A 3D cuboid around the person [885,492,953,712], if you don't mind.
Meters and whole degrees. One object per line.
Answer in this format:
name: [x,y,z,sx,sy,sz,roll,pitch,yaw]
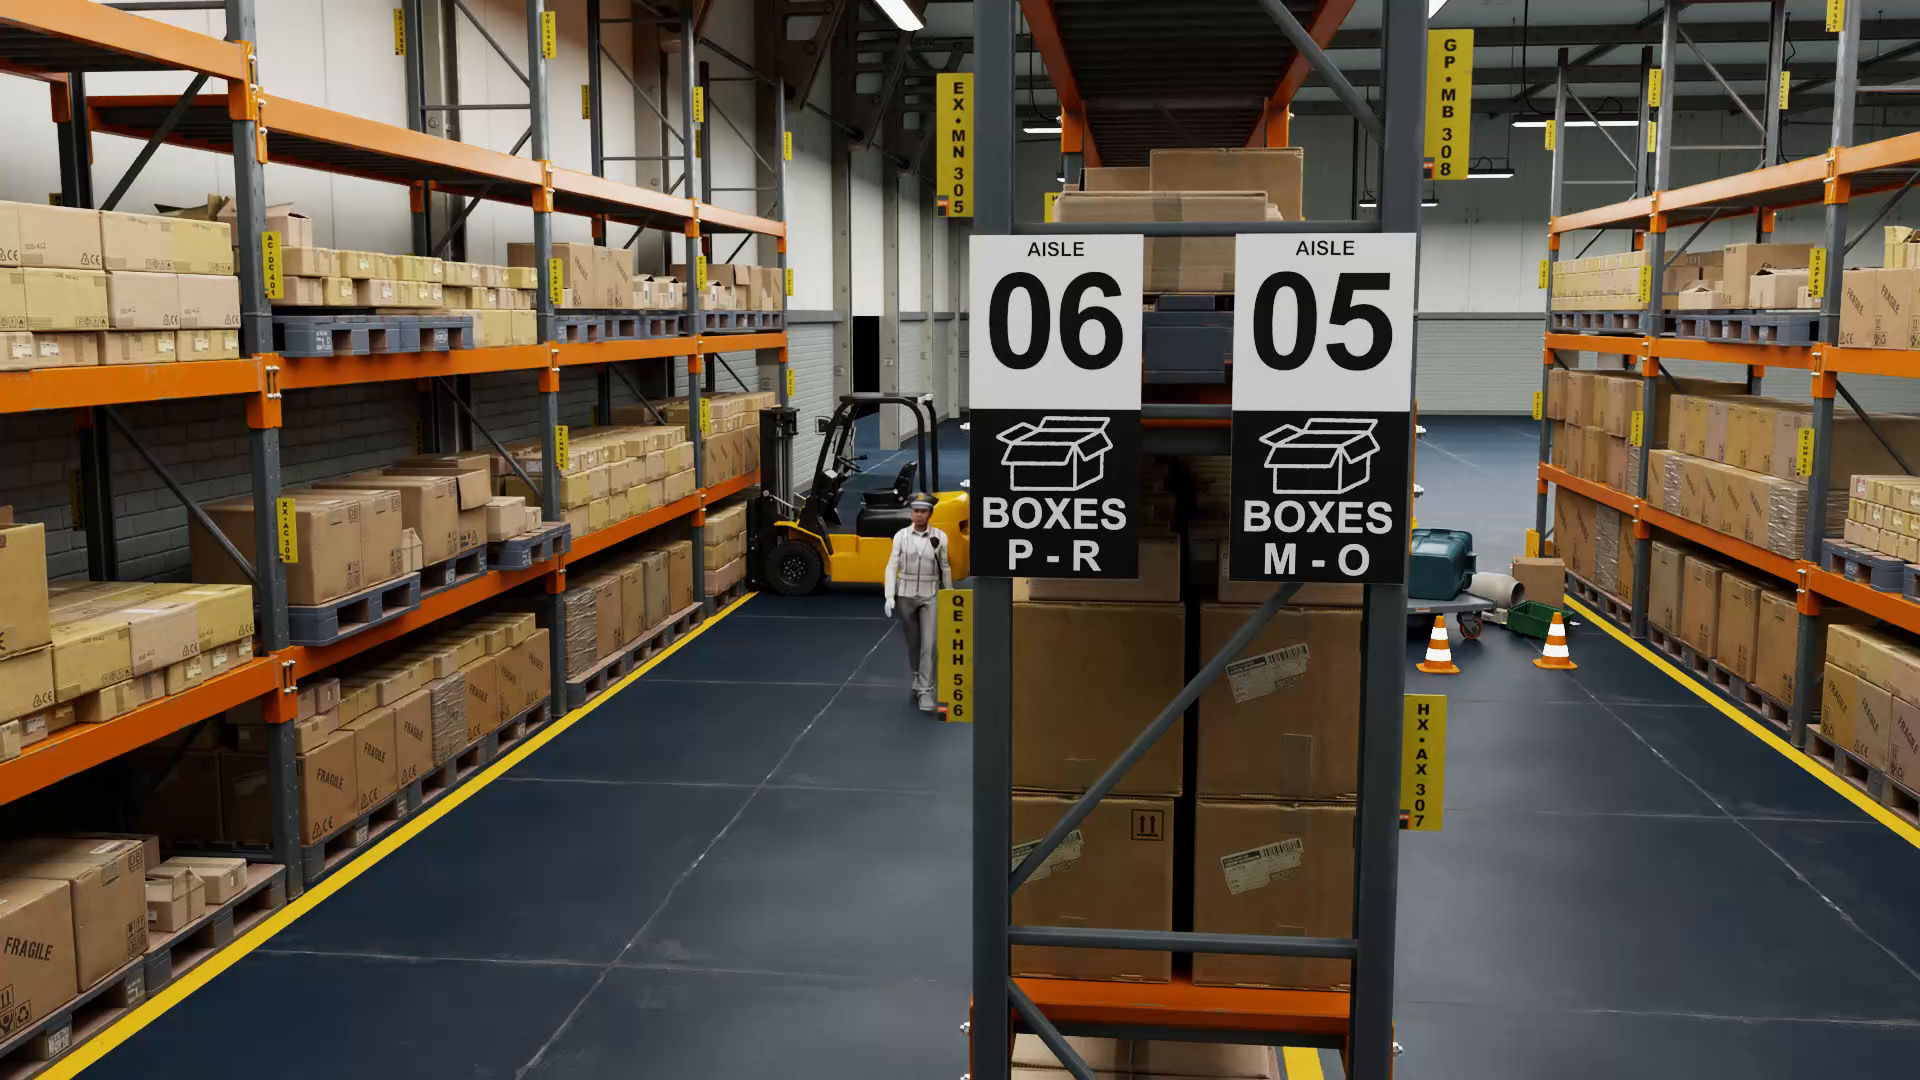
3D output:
person: [-0.326,0.440,12.868,0.517,1.629,0.982,1,8,5]
